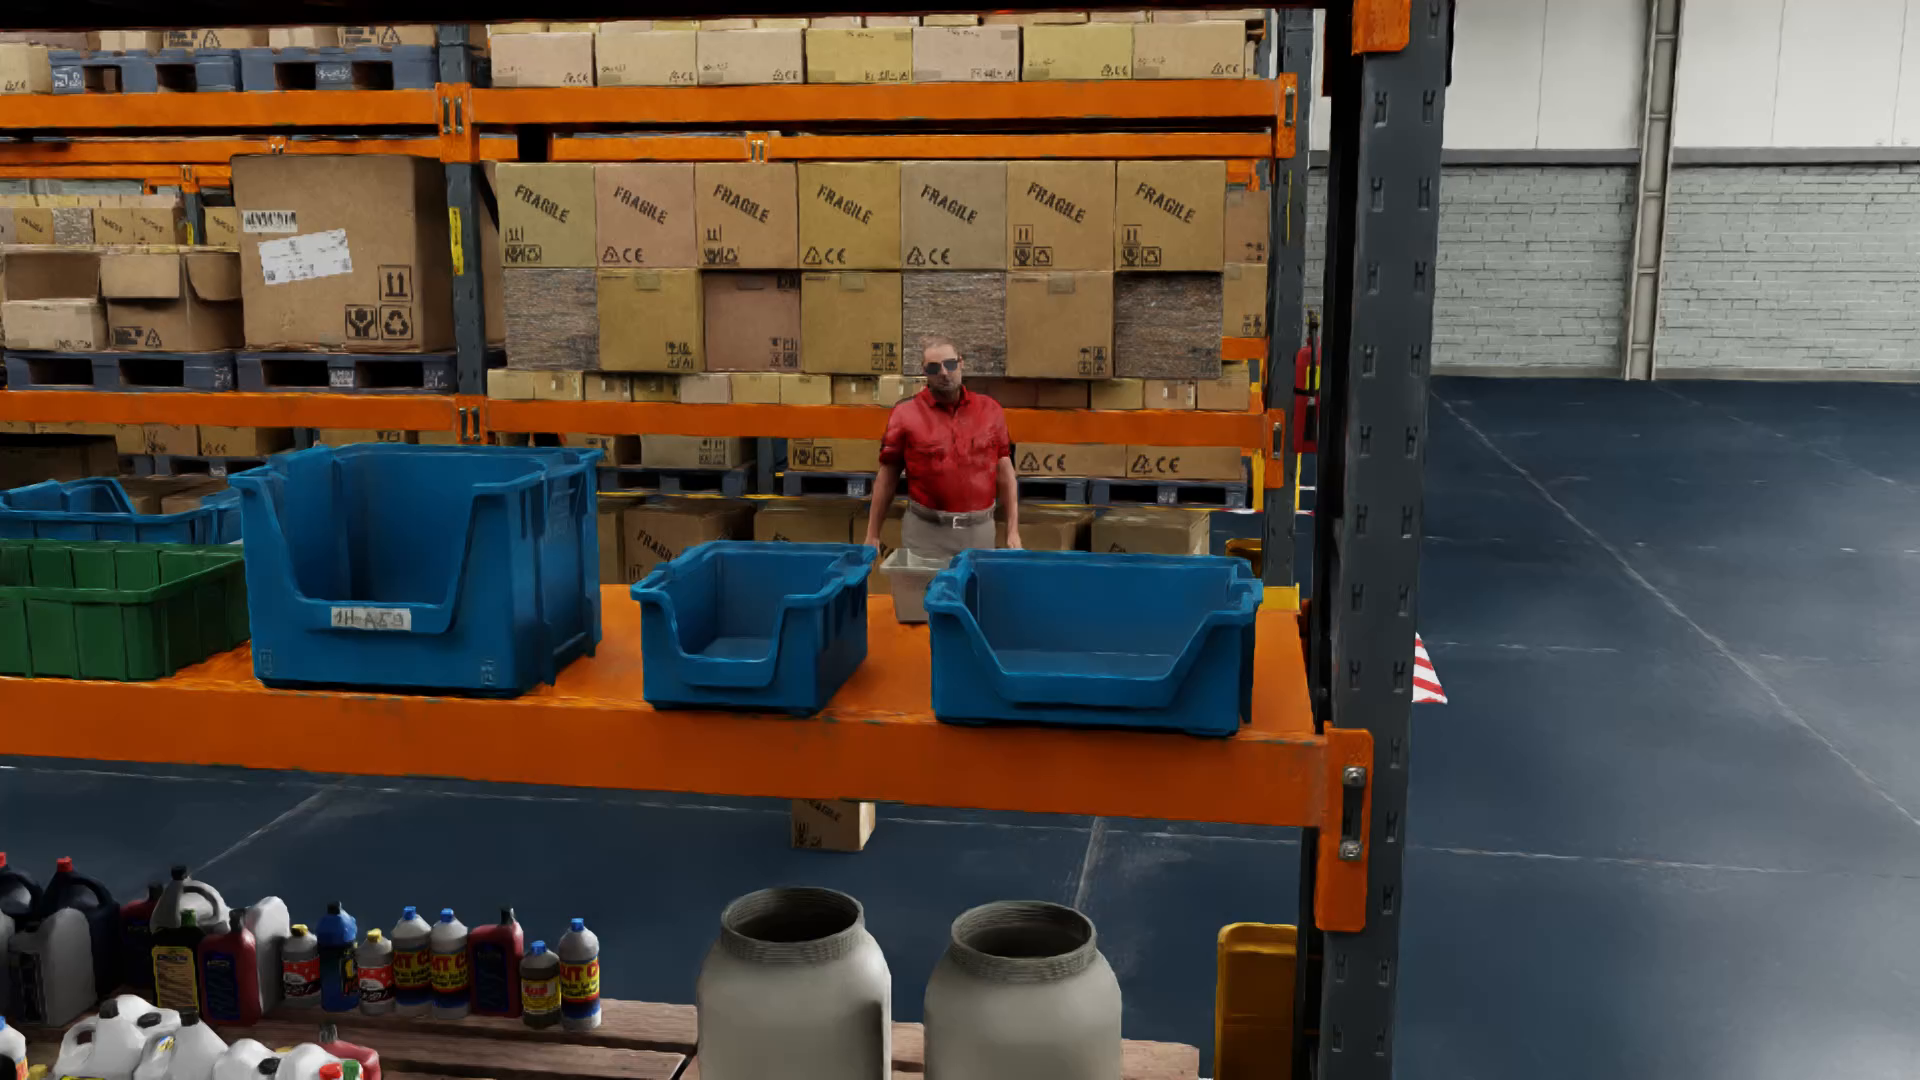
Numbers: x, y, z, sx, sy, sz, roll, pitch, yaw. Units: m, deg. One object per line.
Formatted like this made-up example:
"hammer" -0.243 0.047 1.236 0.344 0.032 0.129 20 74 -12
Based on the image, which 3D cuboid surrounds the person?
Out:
"person" -0.070 -0.015 7.066 0.687 1.712 0.673 -4 12 -21
